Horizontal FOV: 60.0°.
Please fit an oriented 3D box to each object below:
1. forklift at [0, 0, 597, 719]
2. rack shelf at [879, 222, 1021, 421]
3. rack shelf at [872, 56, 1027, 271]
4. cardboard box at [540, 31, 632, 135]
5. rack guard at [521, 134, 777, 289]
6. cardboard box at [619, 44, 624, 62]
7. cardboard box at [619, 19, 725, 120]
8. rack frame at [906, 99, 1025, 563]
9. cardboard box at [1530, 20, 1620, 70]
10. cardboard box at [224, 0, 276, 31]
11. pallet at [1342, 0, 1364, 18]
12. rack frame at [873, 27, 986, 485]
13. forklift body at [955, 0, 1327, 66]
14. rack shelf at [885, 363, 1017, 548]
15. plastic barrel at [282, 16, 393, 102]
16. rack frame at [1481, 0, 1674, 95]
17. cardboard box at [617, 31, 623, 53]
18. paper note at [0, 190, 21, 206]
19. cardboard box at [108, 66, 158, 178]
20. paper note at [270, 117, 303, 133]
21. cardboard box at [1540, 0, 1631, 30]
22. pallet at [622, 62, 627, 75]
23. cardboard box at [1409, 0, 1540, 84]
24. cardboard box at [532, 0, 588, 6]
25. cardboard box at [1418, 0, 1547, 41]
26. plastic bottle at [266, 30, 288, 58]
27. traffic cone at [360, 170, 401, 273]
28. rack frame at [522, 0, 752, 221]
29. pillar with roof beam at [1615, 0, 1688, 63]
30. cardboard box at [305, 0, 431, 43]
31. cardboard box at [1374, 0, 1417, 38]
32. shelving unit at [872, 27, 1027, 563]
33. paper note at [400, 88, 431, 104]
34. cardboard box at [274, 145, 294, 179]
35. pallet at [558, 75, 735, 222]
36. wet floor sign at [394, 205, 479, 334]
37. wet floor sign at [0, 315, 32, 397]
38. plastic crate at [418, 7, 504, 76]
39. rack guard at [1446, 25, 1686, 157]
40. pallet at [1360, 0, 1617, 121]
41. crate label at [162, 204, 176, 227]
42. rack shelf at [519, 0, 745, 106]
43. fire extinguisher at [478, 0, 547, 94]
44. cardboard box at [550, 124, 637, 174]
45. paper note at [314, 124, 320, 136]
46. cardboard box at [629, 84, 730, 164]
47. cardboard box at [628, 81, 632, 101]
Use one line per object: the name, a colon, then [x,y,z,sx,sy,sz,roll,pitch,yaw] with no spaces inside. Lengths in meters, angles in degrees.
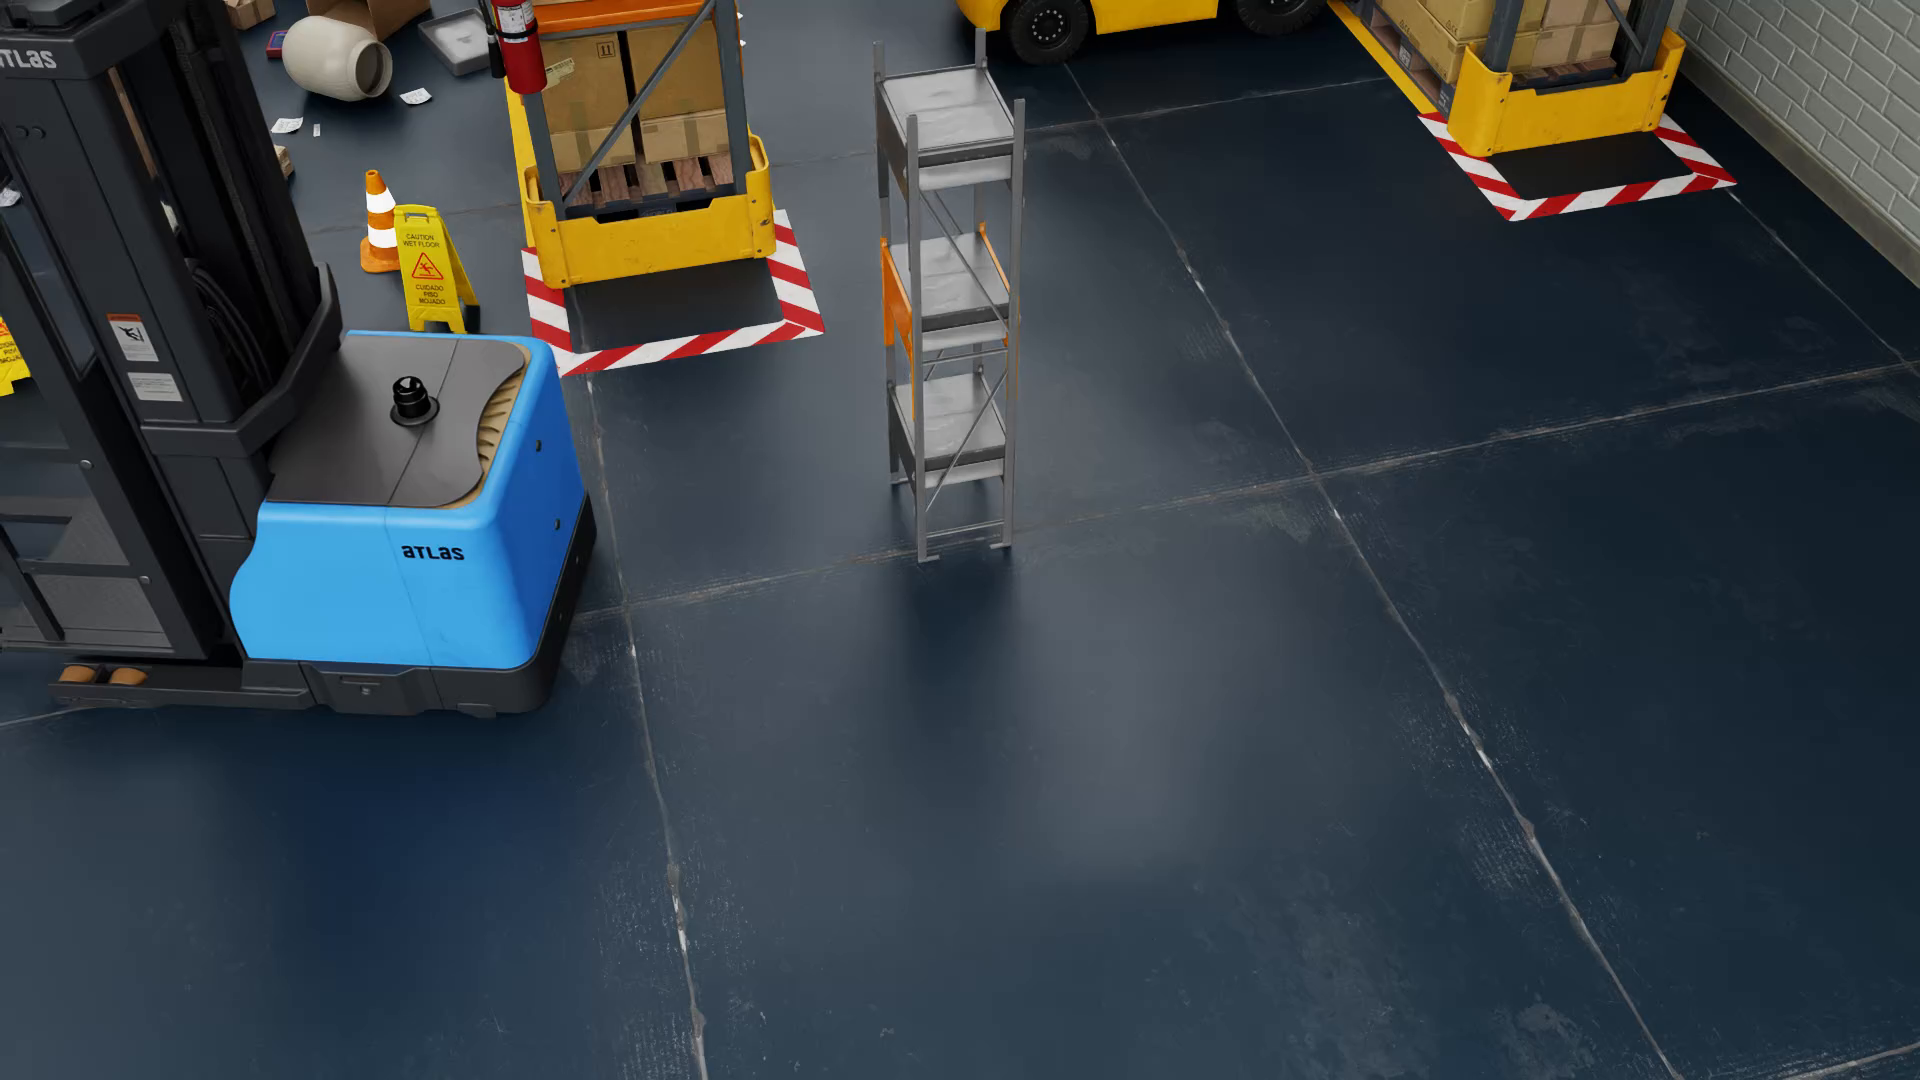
forklift: [-3.048,-0.756,5.690,3.031,2.935,1.130,2,46,2]
rack shelf: [-0.042,-0.840,6.373,0.431,0.518,0.480,-11,47,-10]
rack shelf: [-0.042,-1.330,5.873,0.431,0.518,0.480,-11,47,-10]
cardboard box: [-1.965,-2.406,8.365,0.500,0.500,0.500,-10,46,-10]
rack guard: [-1.527,-1.631,8.249,1.175,0.500,0.348,-11,47,-10]
cardboard box: [-1.722,-2.974,9.446,0.500,0.250,0.500,-8,46,-8]
cardboard box: [-1.453,-2.524,8.481,0.500,0.500,0.500,-12,47,-12]
rack frame: [0.020,-0.681,6.198,0.400,2.100,0.015,-11,47,-10]
cardboard box: [3.353,-2.923,9.396,0.500,0.250,0.500,-11,47,-10]
cardboard box: [-4.398,-3.303,10.052,0.396,0.266,0.258,27,51,24]
pallet: [2.745,-3.749,10.527,1.003,0.211,1.213,-11,47,-10]
rack frame: [-0.105,-1.018,6.528,0.400,2.100,0.015,-11,47,-10]
forklift body: [1.041,-4.042,9.456,2.313,2.155,1.214,-11,47,-10]
rack shelf: [-0.042,-0.350,6.873,0.431,0.518,0.480,-11,47,-10]
plastic barrel: [-3.500,-2.701,9.351,0.512,0.421,0.421,19,48,17]
rack frame: [3.290,-3.364,8.197,1.000,3.000,0.127,-11,47,-10]
cardboard box: [-1.591,-2.885,8.834,0.500,0.500,0.500,-12,47,-12]
paper note: [-5.016,-1.803,8.748,0.144,0.017,0.142,4,46,4]
cardboard box: [-4.405,-2.330,8.931,0.637,0.503,0.797,27,51,24]
paper note: [-3.746,-2.313,9.254,0.148,0.019,0.142,4,46,4]
cardboard box: [3.370,-3.086,9.206,0.500,0.250,0.500,-10,46,-10]
pallet: [-2.010,-2.938,9.732,1.003,0.211,1.213,-11,47,-10]
cardboard box: [2.864,-2.815,9.290,0.500,0.250,0.500,-10,46,-10]
cardboard box: [-1.810,-2.585,7.609,0.380,0.149,0.250,-9,46,-9]
cardboard box: [2.863,-3.002,9.124,0.500,0.250,0.500,-11,47,-11]
plastic bottle: [-4.014,-2.953,9.852,0.133,0.061,0.283,-3,46,-3]
traffic cone: [-2.865,-1.627,8.271,0.336,0.463,0.334,-11,47,-10]
rack frame: [-1.508,-2.454,7.305,1.000,3.000,0.127,-11,47,-10]
pillar with roof beam: [-0.179,-5.322,5.916,9.100,9.000,0.400,-11,47,-10]
cardboard box: [-3.573,-3.353,9.934,0.500,0.500,0.500,19,48,17]
cardboard box: [2.746,-3.160,9.628,0.500,0.250,0.500,-11,47,-10]
shelving unit: [-0.042,-0.849,6.363,0.431,2.100,0.503,-11,47,-10]
paper note: [-3.094,-2.526,9.455,0.142,0.019,0.148,-26,51,-24]
cardboard box: [-3.796,-1.991,8.848,0.380,0.149,0.250,11,47,11]
pallet: [-1.701,-2.097,8.908,1.003,0.211,1.213,-11,47,-10]
wet floor sign: [-2.493,-1.303,7.826,0.267,0.644,0.232,4,46,4]
wet floor sign: [-4.345,-0.997,7.526,0.267,0.644,0.232,-18,48,-17]
plastic crate: [-2.922,-2.959,9.845,0.402,0.080,0.583,-26,51,-24]
rack guard: [3.296,-2.472,9.073,1.175,0.500,0.348,-11,47,-10]
pallet: [3.053,-2.908,9.703,1.003,0.211,1.213,-11,47,-10]
crate label: [-4.112,-1.606,8.479,0.250,0.136,0.298,-35,55,-30]
rack shelf: [-2.020,-3.583,8.915,1.077,0.370,4.000,-11,47,-10]
fire extinguisher: [-1.924,-2.263,7.173,0.296,0.674,0.183,-11,47,-10]
cardboard box: [-1.981,-2.164,8.652,0.500,0.250,0.500,-11,47,-11]
paper note: [-3.567,-2.274,9.222,0.032,0.001,0.123,-11,47,-10]
cardboard box: [-1.447,-2.246,8.732,0.500,0.250,0.500,-11,47,-11]
cardboard box: [-1.570,-2.599,9.079,0.500,0.250,0.500,-9,46,-9]
